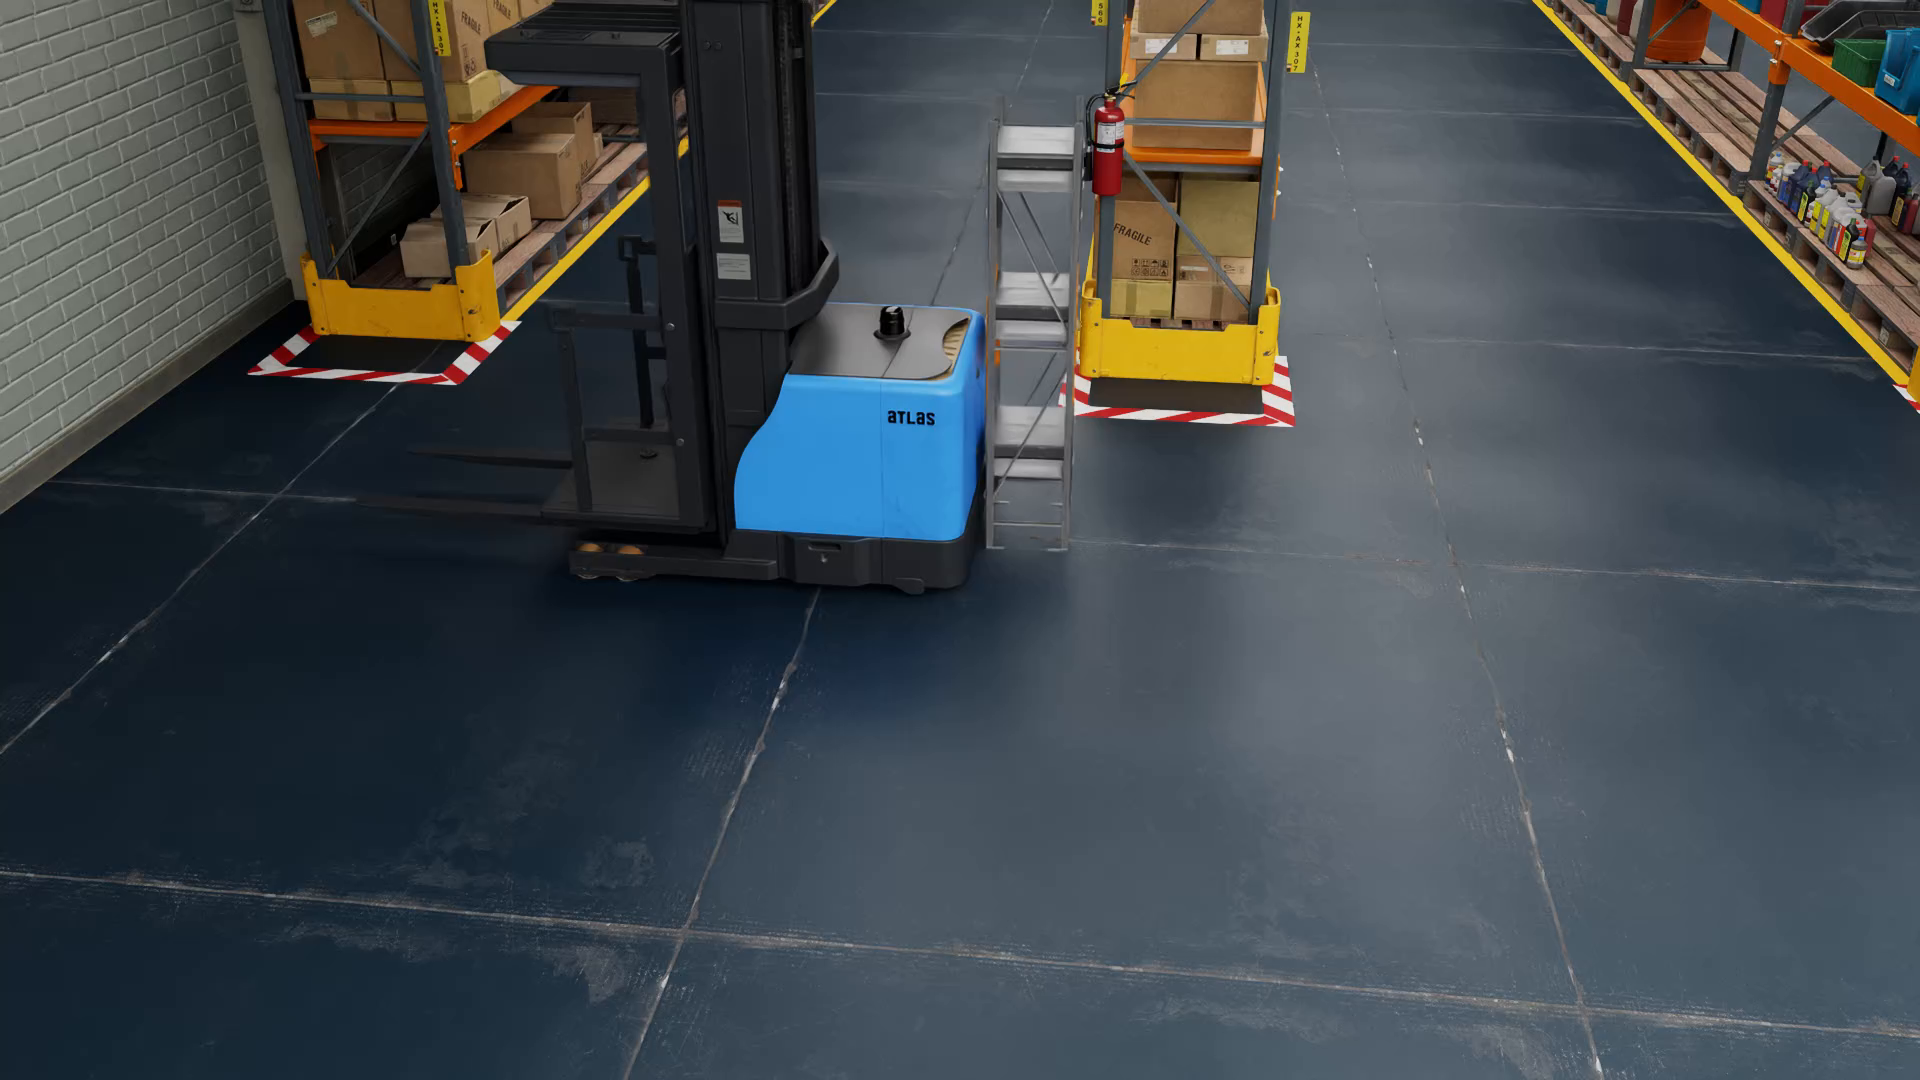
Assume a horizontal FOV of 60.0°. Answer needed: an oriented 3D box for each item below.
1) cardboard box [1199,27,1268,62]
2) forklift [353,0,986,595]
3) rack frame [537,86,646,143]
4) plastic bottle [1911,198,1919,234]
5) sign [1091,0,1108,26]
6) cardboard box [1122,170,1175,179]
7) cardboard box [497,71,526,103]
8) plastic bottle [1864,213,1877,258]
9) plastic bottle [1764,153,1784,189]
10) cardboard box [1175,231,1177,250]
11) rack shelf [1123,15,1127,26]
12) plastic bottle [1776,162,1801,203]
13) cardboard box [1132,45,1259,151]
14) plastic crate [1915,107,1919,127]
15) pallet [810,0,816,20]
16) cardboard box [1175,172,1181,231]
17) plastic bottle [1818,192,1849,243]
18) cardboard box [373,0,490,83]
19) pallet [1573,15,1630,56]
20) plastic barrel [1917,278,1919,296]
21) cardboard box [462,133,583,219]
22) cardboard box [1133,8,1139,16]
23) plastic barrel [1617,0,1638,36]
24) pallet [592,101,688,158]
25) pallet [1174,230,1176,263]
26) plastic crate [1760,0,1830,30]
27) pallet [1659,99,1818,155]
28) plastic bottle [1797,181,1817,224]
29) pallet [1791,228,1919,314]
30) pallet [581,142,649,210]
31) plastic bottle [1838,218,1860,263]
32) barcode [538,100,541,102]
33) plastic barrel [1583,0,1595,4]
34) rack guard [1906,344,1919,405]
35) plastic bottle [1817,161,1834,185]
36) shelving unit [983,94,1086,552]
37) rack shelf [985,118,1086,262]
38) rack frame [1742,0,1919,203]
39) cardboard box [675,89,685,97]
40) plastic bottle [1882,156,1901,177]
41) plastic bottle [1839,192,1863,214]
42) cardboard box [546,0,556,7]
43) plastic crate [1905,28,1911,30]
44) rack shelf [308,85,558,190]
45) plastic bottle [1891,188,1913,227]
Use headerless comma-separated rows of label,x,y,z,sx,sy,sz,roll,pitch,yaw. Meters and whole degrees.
cardboard box,1.583,-2.873,9.632,0.380,0.149,0.250,3,28,6
forklift,-1.420,-1.336,7.640,3.031,2.935,1.130,4,29,7
rack frame,-3.106,-4.541,13.516,1.000,3.000,0.127,3,28,6
plastic bottle,6.847,-2.321,11.803,0.152,0.276,0.135,4,29,7
sign,0.784,-3.024,9.230,0.100,0.325,0.005,3,28,6
cardboard box,1.200,-2.417,11.240,0.500,0.500,0.500,3,28,6
cardboard box,-3.171,-3.057,10.899,0.500,0.250,0.500,2,28,5
plastic bottle,6.191,-2.081,11.350,0.061,0.283,0.133,3,28,6
plastic bottle,6.253,-2.833,12.759,0.097,0.271,0.097,0,28,0
cardboard box,1.727,-2.056,11.361,0.500,0.250,0.500,3,28,6
rack shelf,2.056,-4.879,14.903,1.077,0.370,4.000,3,28,6
plastic bottle,6.240,-2.681,12.472,0.152,0.276,0.135,4,29,8
cardboard box,1.391,-2.635,9.872,0.700,0.500,0.500,3,28,6
plastic crate,6.086,-2.575,10.024,0.499,0.251,0.408,3,28,6
pallet,-2.292,-6.135,19.416,1.003,0.211,1.213,3,28,6
cardboard box,1.716,-2.387,11.184,0.500,0.500,0.500,3,28,6
plastic bottle,6.118,-2.260,11.612,0.144,0.351,0.185,5,29,8
cardboard box,-3.239,-3.138,10.258,0.500,0.500,0.500,3,28,6
pallet,7.424,-5.566,18.360,1.003,0.211,1.213,3,28,6
plastic barrel,6.303,-1.722,10.464,0.421,0.512,0.421,0,28,0
cardboard box,-3.212,-2.682,12.238,0.700,0.500,0.500,2,28,3
cardboard box,1.241,-3.136,10.119,0.380,0.149,0.250,3,28,5
plastic barrel,7.398,-5.734,17.830,0.600,0.588,0.708,3,28,6
pallet,-3.012,-3.680,14.857,1.003,0.211,1.213,3,28,6
pallet,1.525,-2.079,11.887,1.003,0.211,1.213,3,28,6
plastic crate,6.483,-4.239,12.888,0.402,0.464,0.583,3,28,6
pallet,6.932,-3.685,14.868,1.003,0.211,1.213,3,28,6
plastic bottle,6.131,-2.443,12.022,0.061,0.283,0.133,5,29,8
pallet,6.456,-1.848,11.457,1.003,0.211,1.213,3,28,6
pallet,-3.153,-2.995,13.586,1.003,0.211,1.213,3,28,6
plastic bottle,6.023,-2.026,11.248,0.061,0.283,0.133,4,29,7
barcode,-3.410,-3.535,13.482,0.001,0.075,0.075,3,28,6
plastic barrel,7.624,-6.737,19.361,0.600,0.901,0.708,3,28,6
rack guard,6.199,-1.020,9.616,1.175,0.500,0.348,3,28,6
plastic bottle,6.359,-2.628,12.295,0.144,0.351,0.185,3,28,6
shelving unit,0.346,-0.990,7.874,0.431,2.100,0.503,2,28,4
rack shelf,0.346,-1.594,7.549,0.431,0.518,0.480,2,28,4
rack frame,6.727,-3.965,12.447,1.000,3.000,0.127,3,28,6
cardboard box,-2.916,-4.465,15.547,0.700,0.500,0.500,4,29,7
plastic bottle,6.934,-2.673,12.377,0.144,0.351,0.185,3,28,5
plastic bottle,6.291,-2.318,11.798,0.152,0.276,0.135,3,28,6
cardboard box,-3.047,-3.857,11.592,0.500,0.500,0.500,4,29,8
plastic crate,6.861,-3.363,11.486,0.499,0.251,0.616,3,28,6
rack shelf,-3.351,-3.283,11.939,1.077,0.370,4.000,3,28,6
plastic bottle,6.766,-2.394,11.932,0.061,0.283,0.133,3,28,6
